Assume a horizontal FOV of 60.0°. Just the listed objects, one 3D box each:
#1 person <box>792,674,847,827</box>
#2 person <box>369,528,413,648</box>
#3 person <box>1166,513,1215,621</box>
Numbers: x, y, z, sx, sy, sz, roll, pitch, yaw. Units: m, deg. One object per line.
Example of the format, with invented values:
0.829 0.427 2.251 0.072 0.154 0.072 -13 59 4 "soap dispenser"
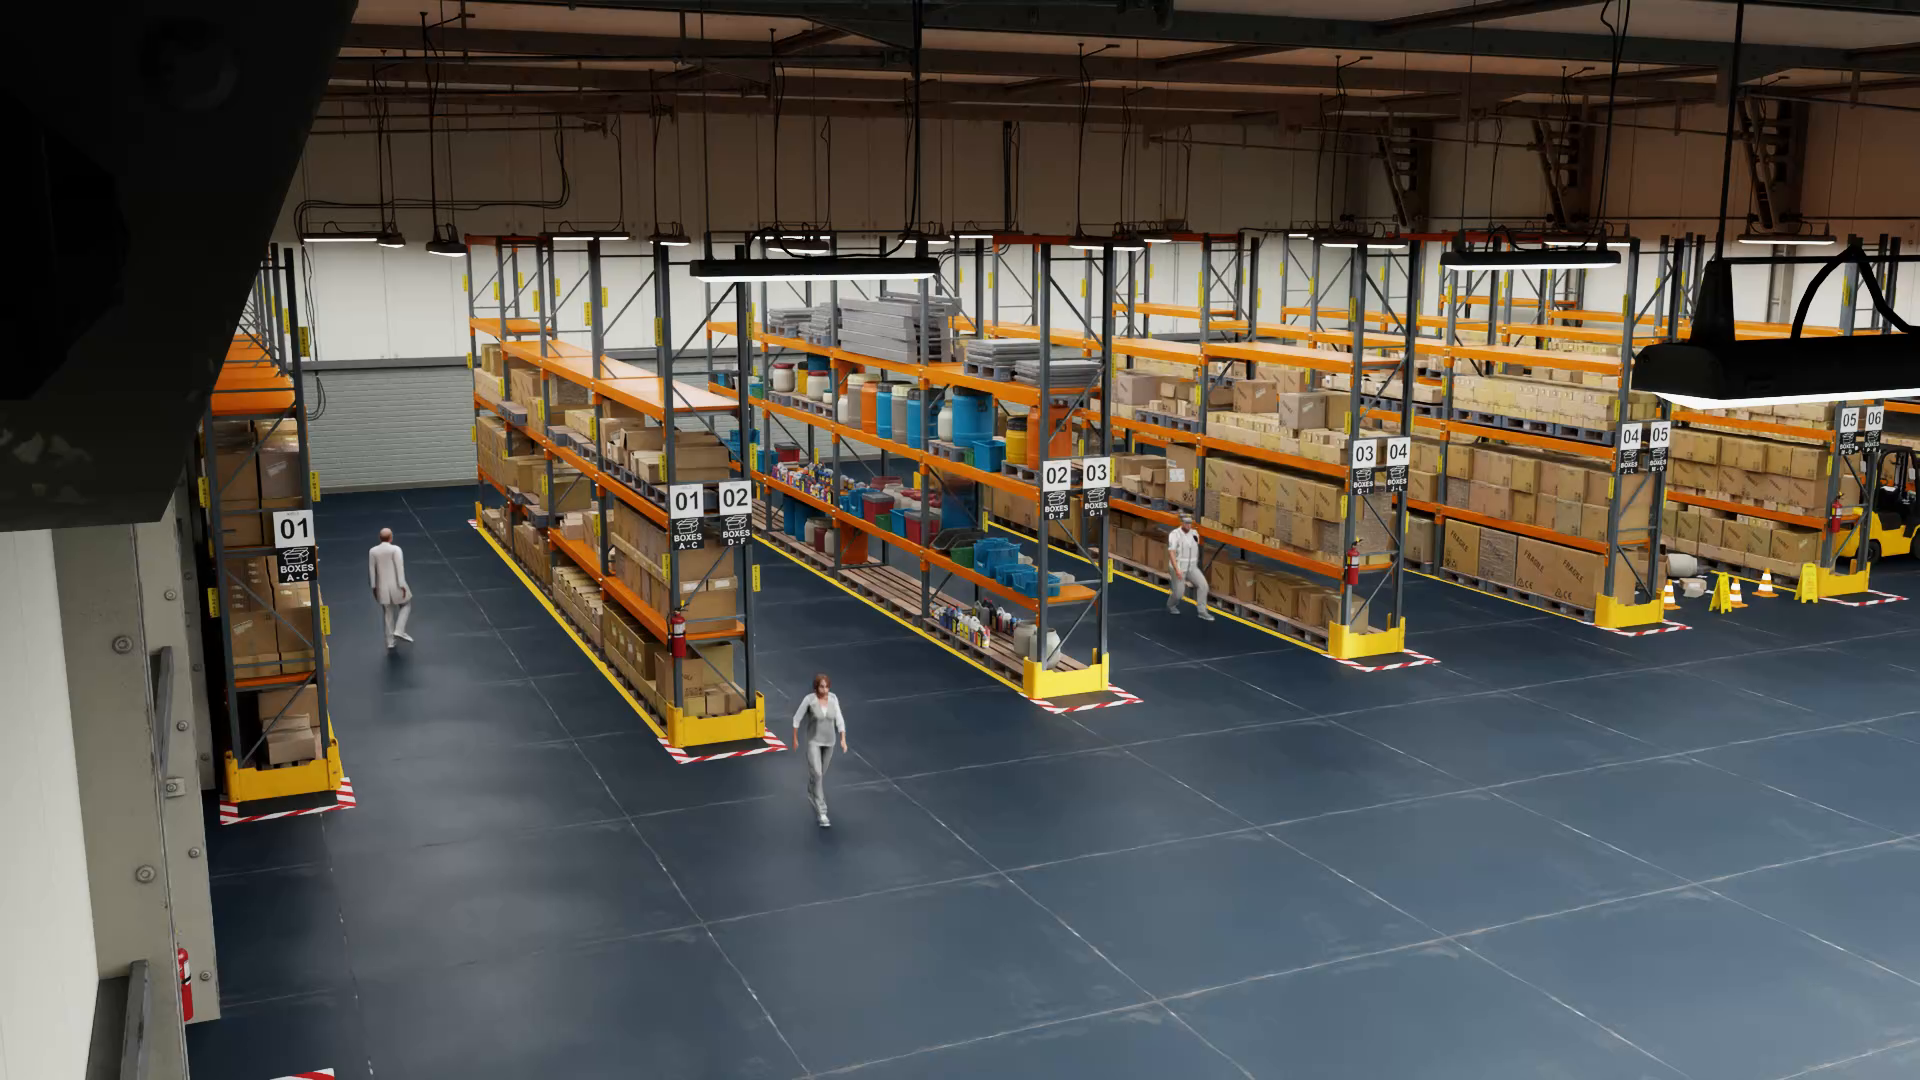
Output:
-1.492 2.179 17.783 0.498 1.559 0.888 -7 13 -30 "person"
-8.495 0.701 24.773 0.597 1.759 0.517 -1 11 -6 "person"
3.481 0.382 25.436 0.578 1.619 0.979 -4 12 -18 "person"
